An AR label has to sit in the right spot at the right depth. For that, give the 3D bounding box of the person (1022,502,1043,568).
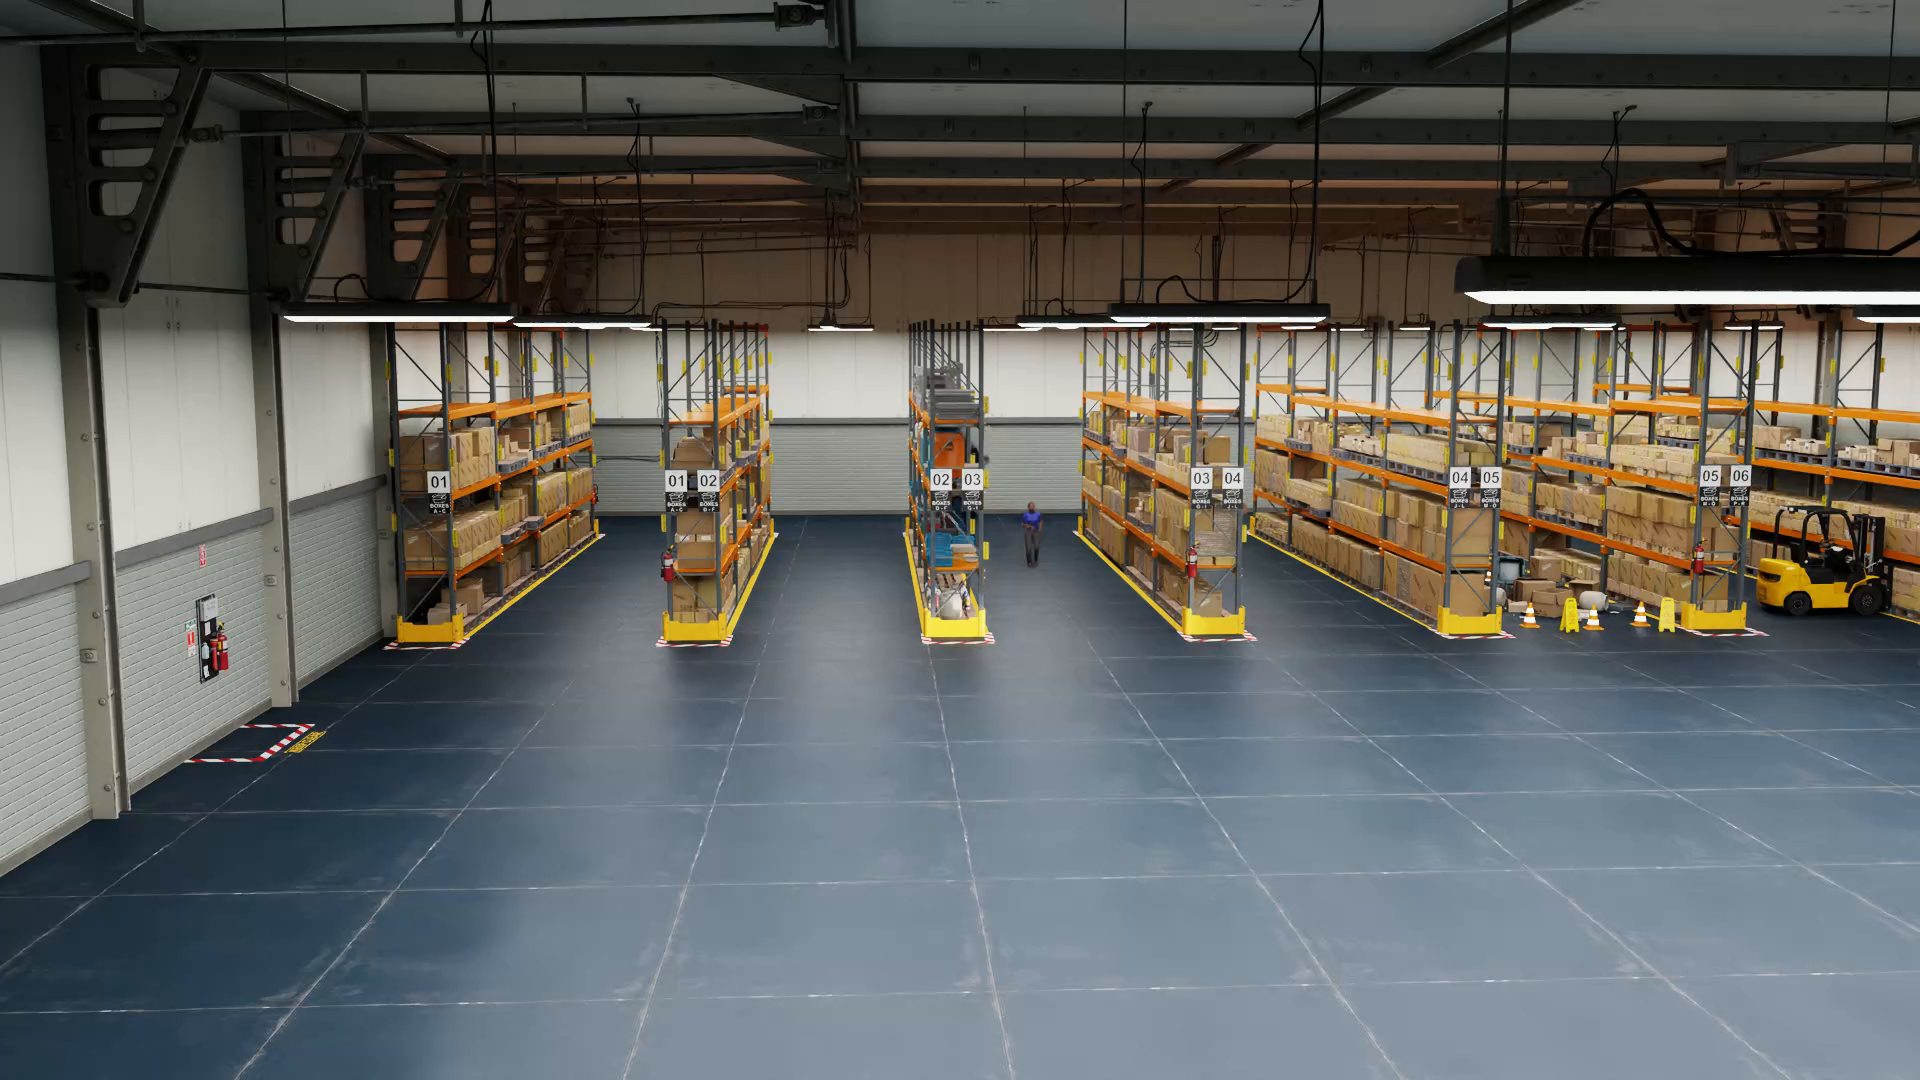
[{"bbox_3d":[1.778,-0.119,40.702,0.549,1.628,0.649,-1,7,-4],"label":"person"}]

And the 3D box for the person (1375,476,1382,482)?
[{"bbox_3d":[12.512,-1.205,49.480,0.586,1.671,0.649,0,7,-4],"label":"person"}]

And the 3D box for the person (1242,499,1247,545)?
[{"bbox_3d":[7.362,-0.644,44.368,0.622,1.565,0.727,0,7,-4],"label":"person"}]
